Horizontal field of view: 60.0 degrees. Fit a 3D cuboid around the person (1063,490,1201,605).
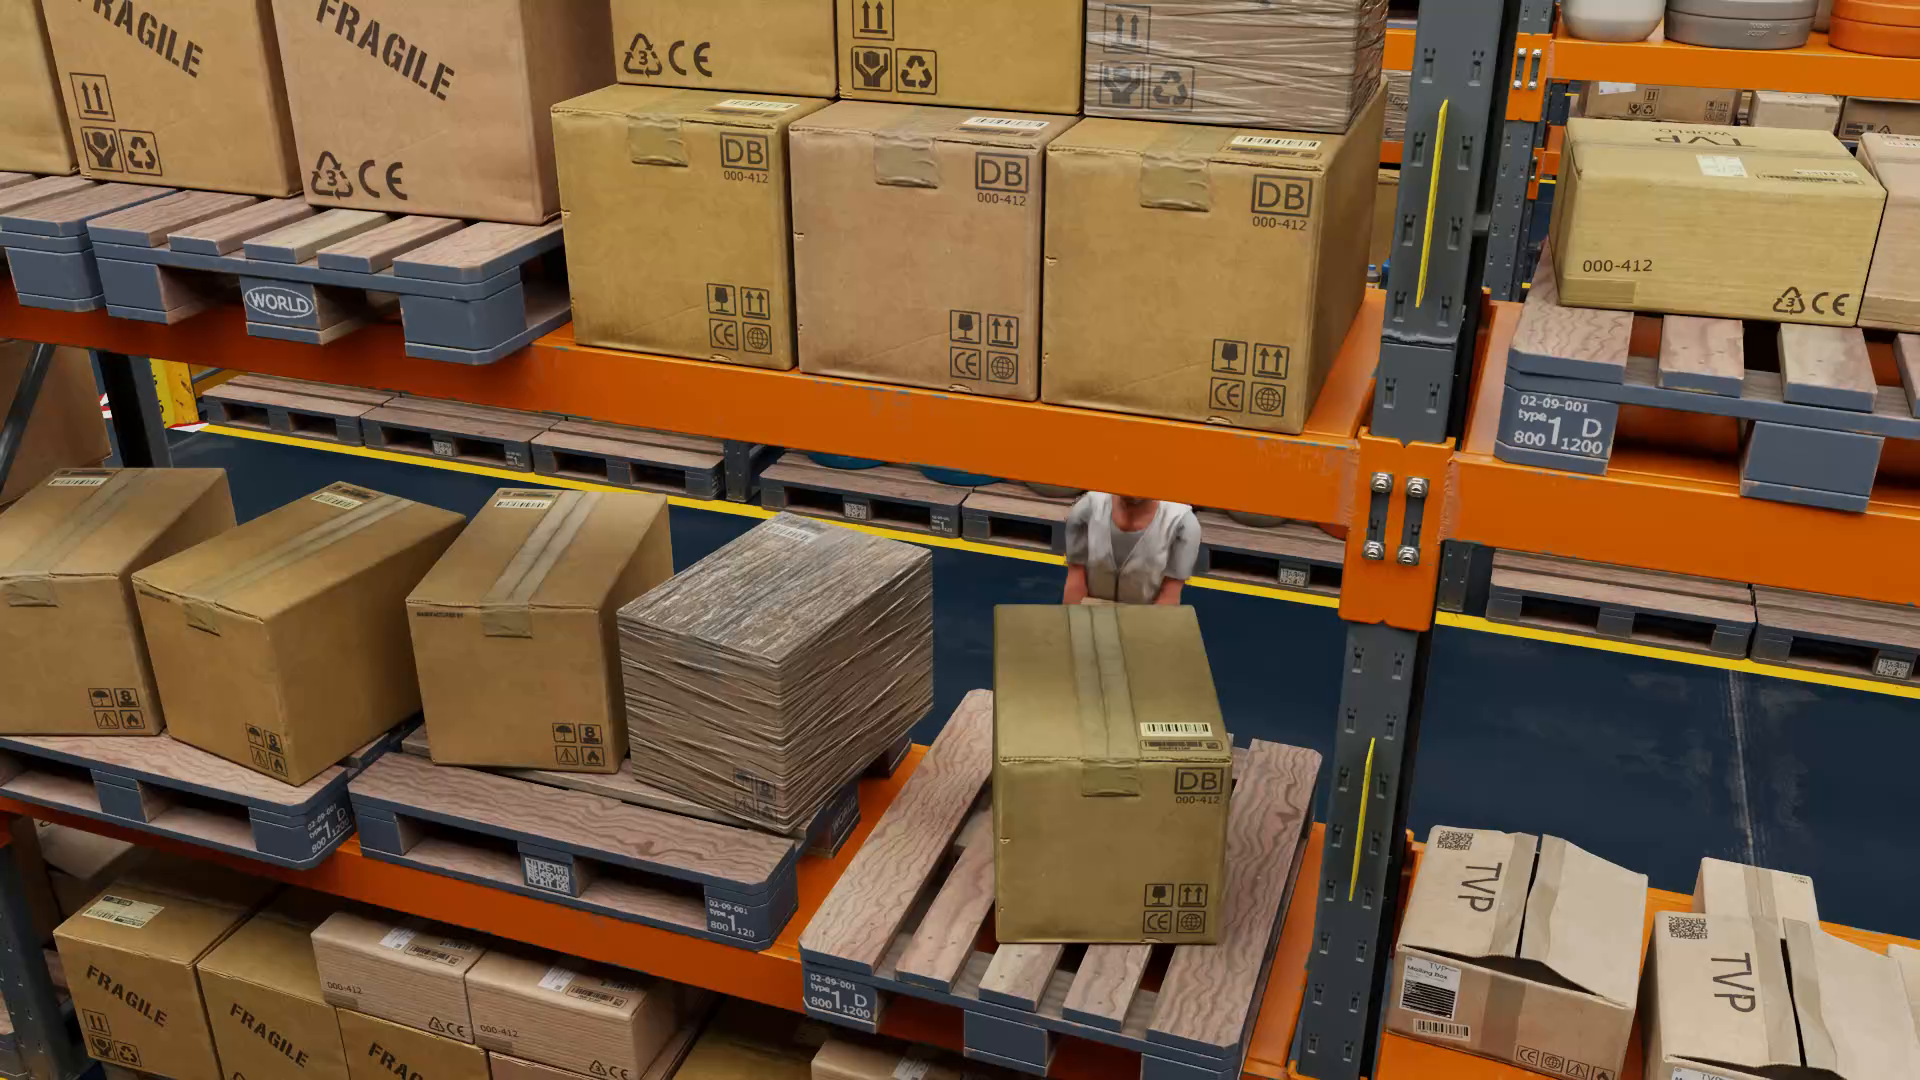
[{"bbox_3d":[0.600,0.433,6.175,0.495,1.785,0.565,8,27,17],"label":"person"}]
